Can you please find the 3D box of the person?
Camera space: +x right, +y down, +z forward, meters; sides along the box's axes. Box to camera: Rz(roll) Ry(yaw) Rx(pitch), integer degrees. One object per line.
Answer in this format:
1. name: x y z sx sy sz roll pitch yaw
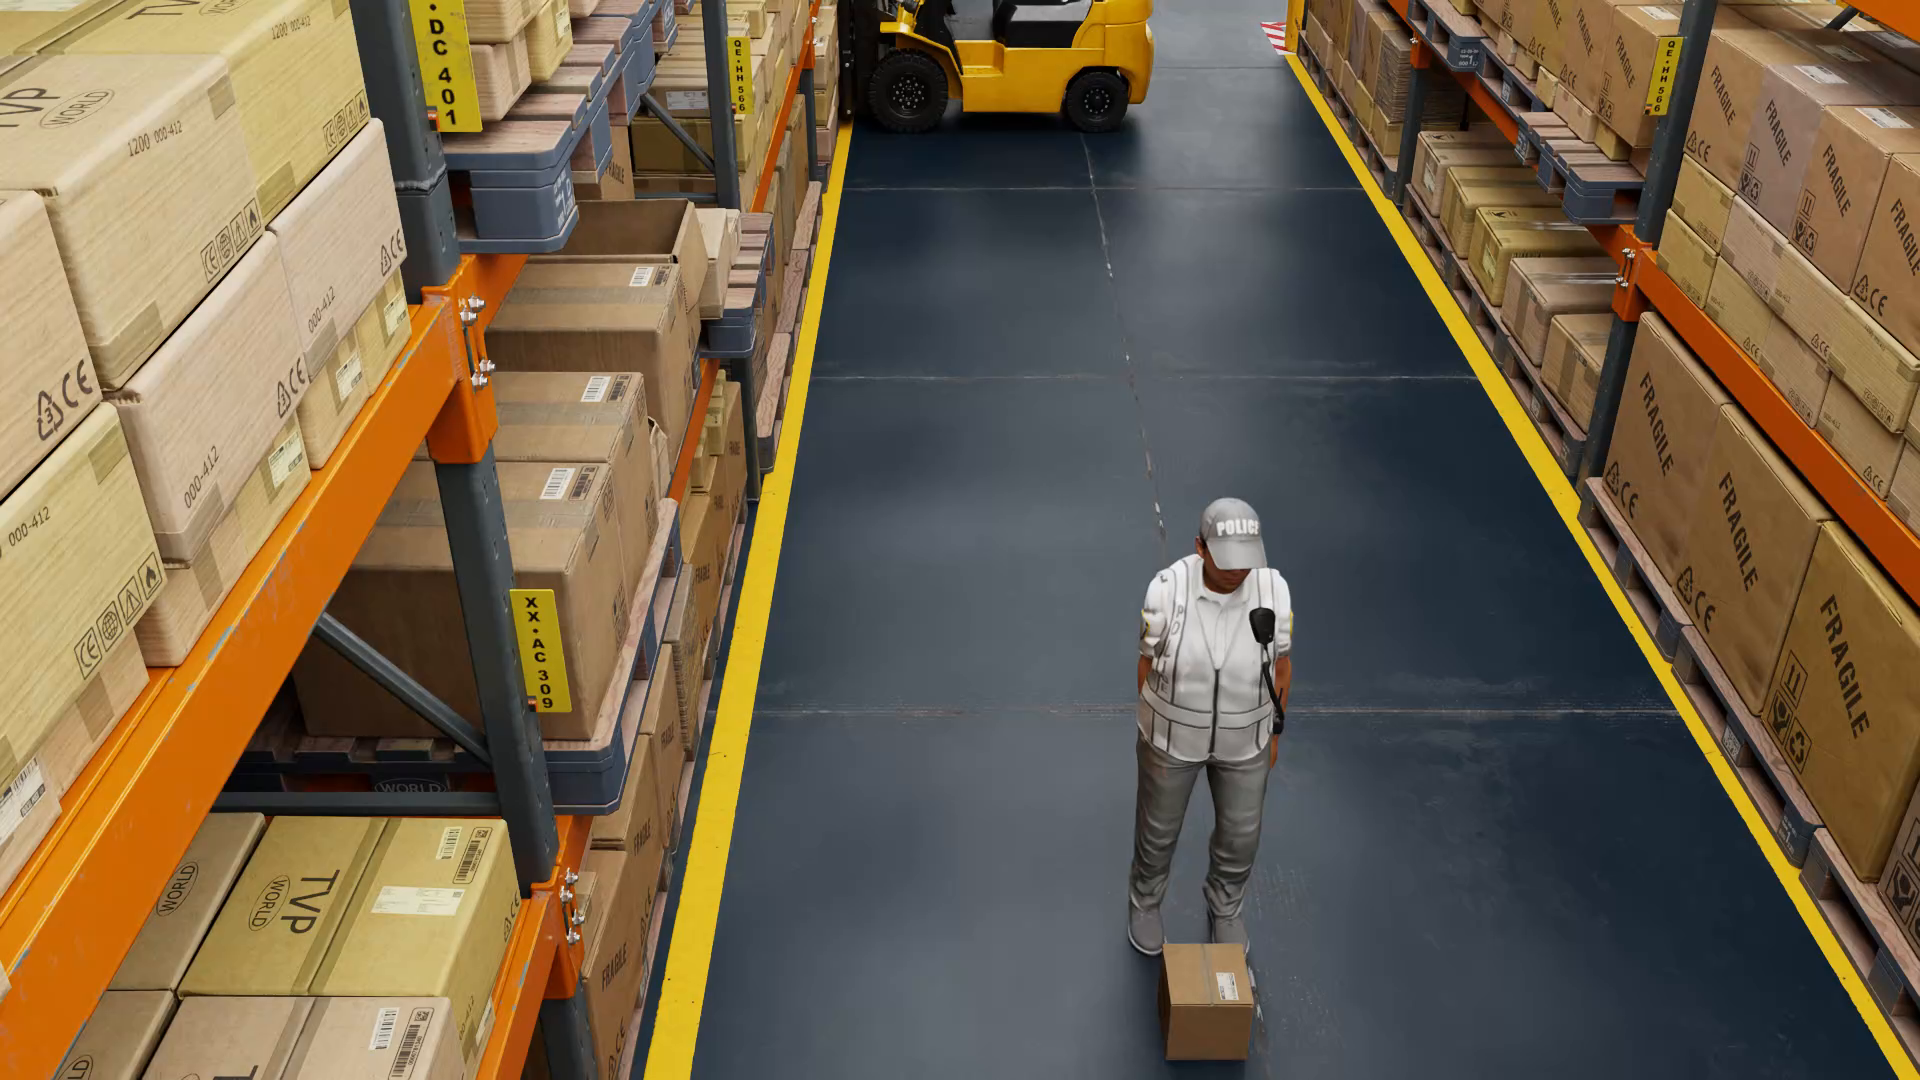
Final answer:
1. person: 0.775 0.607 5.161 0.468 1.661 0.391 1 32 1
